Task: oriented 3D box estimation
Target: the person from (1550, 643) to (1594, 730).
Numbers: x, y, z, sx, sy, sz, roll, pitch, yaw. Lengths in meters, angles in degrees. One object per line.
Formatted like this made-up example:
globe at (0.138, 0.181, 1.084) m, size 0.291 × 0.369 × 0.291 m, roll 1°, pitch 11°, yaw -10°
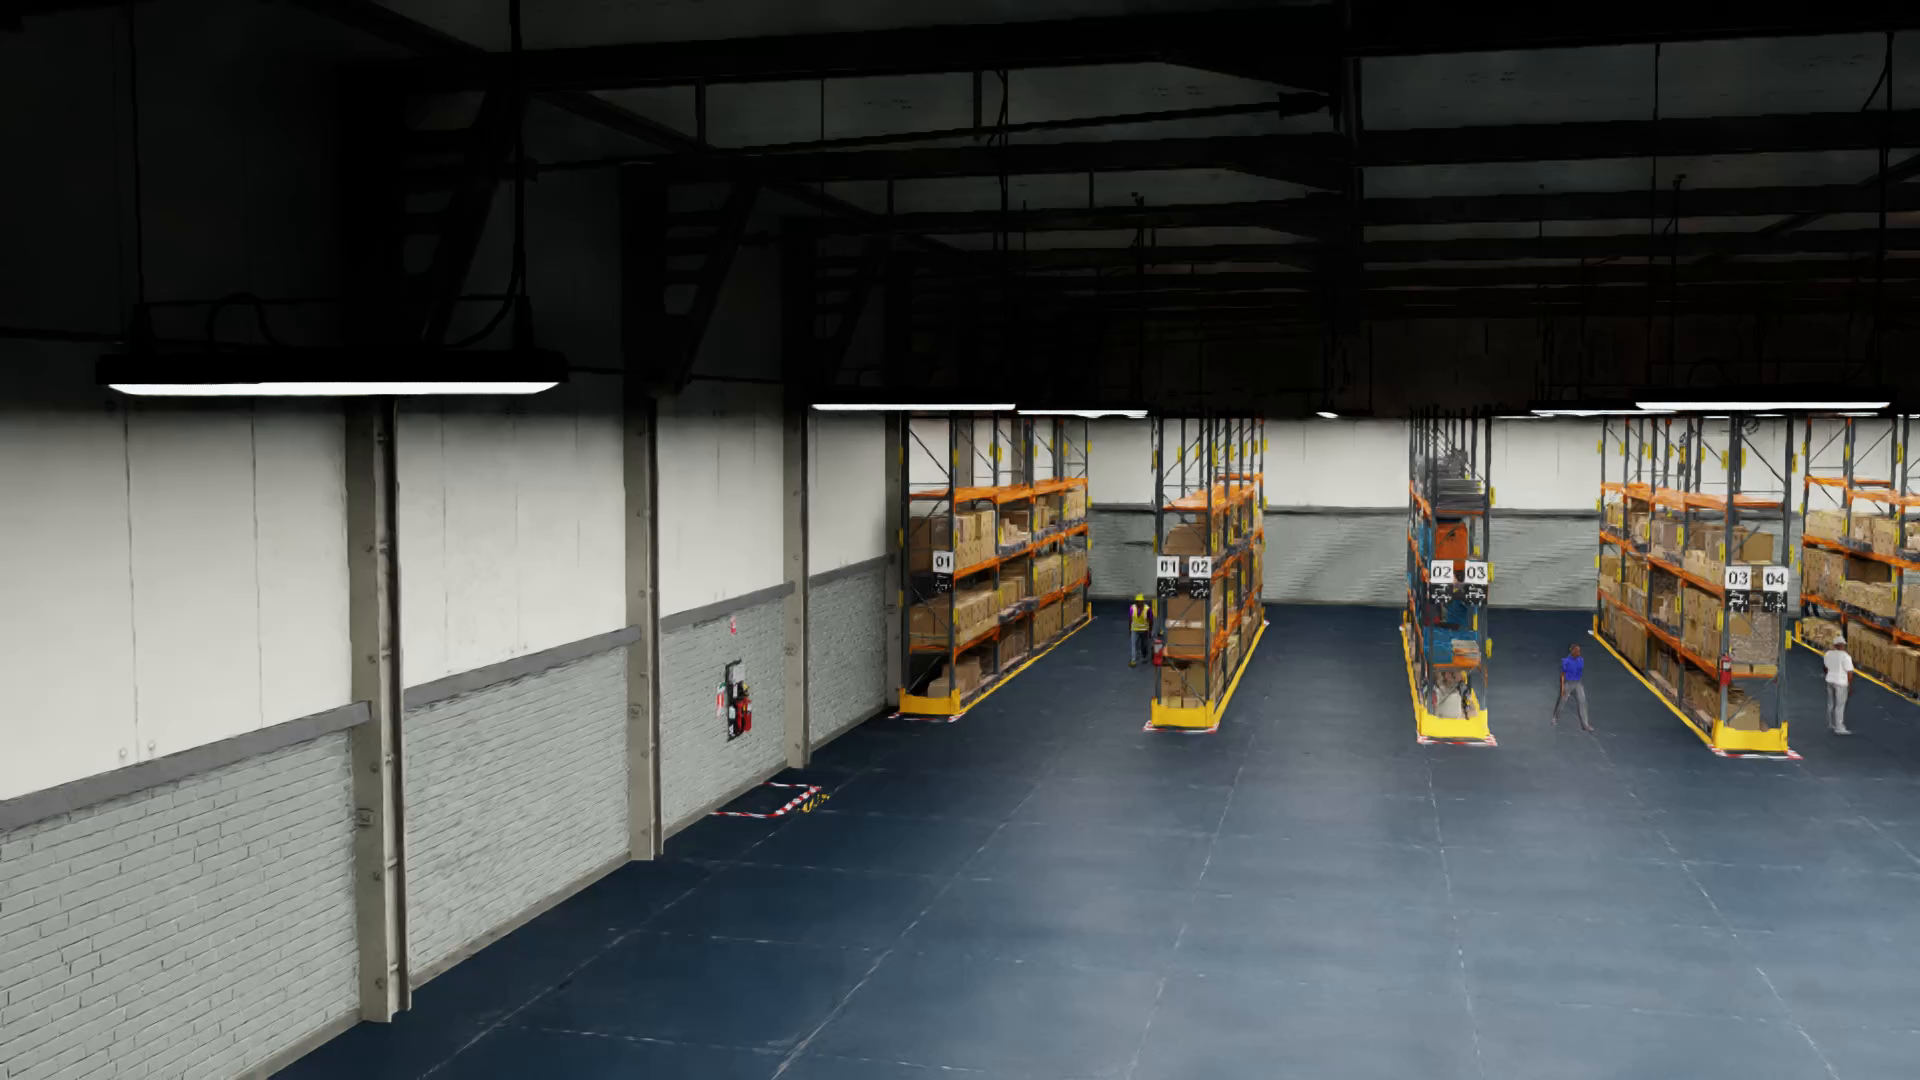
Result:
person at (11.383, 2.712, 30.945) m, size 0.490 × 1.591 × 0.940 m, roll -1°, pitch 4°, yaw -9°

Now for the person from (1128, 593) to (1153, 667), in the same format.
person at (4.215, 2.083, 38.840) m, size 0.575 × 1.689 × 1.128 m, roll 1°, pitch 4°, yaw 11°

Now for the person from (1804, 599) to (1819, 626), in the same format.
person at (23.726, 1.616, 46.322) m, size 0.532 × 1.586 × 0.457 m, roll -2°, pitch 5°, yaw -25°

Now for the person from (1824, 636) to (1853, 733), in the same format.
person at (16.169, 2.636, 30.540) m, size 0.452 × 1.759 × 0.632 m, roll -1°, pitch 4°, yaw -17°
